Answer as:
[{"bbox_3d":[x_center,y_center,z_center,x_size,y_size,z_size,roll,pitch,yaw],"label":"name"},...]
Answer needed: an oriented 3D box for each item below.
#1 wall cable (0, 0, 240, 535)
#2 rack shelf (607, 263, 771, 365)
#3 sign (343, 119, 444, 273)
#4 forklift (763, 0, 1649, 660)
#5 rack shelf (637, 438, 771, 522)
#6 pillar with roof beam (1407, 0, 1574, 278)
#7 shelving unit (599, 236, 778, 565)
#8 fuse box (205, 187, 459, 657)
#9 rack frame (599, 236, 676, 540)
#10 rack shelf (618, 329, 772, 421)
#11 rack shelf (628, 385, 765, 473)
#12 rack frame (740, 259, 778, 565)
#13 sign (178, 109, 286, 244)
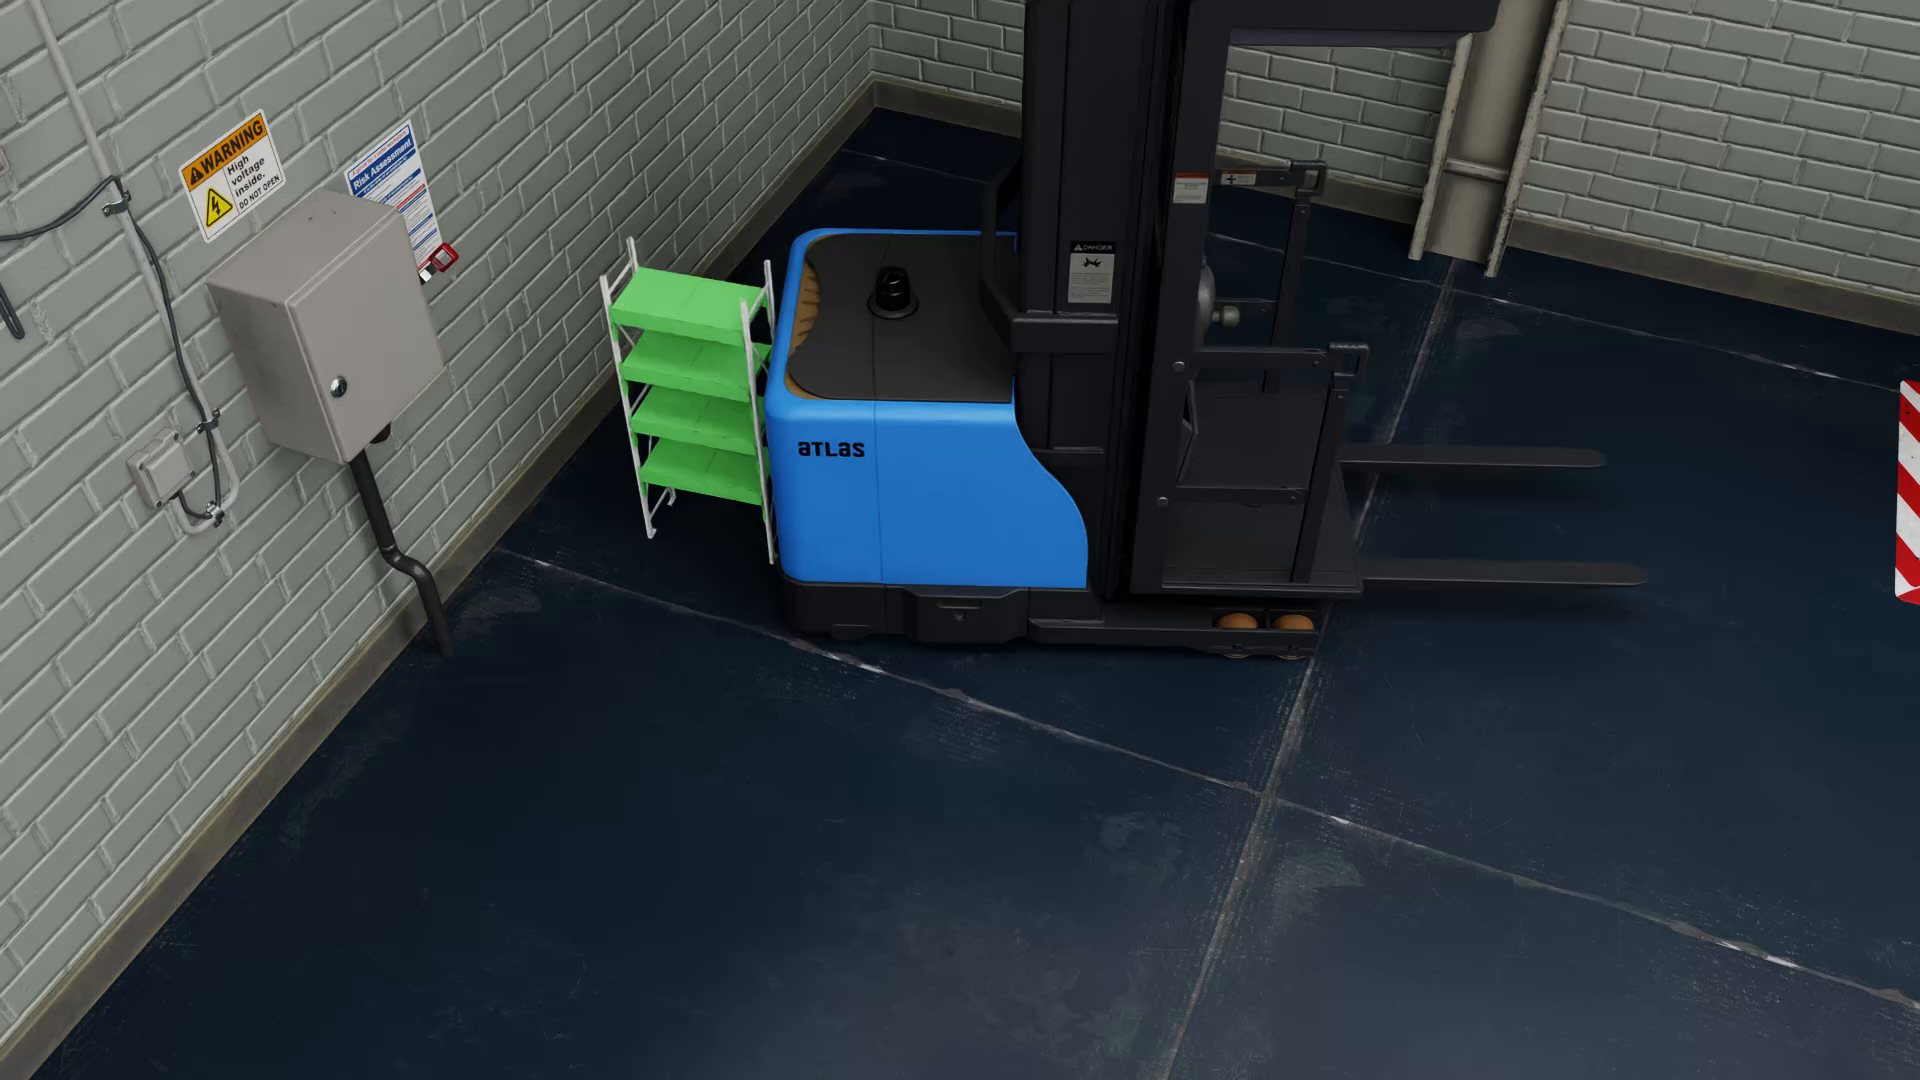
[{"bbox_3d":[-2.176,-0.640,4.046,0.122,1.984,0.588,16,47,16],"label":"wall cable"},{"bbox_3d":[-0.899,-0.758,5.571,0.480,0.148,0.258,11,46,11],"label":"rack shelf"},{"bbox_3d":[-1.769,-1.025,5.221,0.001,0.494,0.329,16,47,16],"label":"sign"},{"bbox_3d":[0.896,-1.004,5.182,3.031,2.935,1.130,1,45,1],"label":"forklift"},{"bbox_3d":[-0.899,-0.248,6.079,0.480,0.148,0.258,11,46,11],"label":"rack shelf"},{"bbox_3d":[0.611,-1.712,1.591,0.400,9.000,9.100,16,47,16],"label":"pillar with roof beam"},{"bbox_3d":[-0.899,-0.463,5.865,0.503,1.200,0.258,11,46,11],"label":"shelving unit"},{"bbox_3d":[-1.768,-0.224,5.262,0.414,1.711,0.539,16,47,16],"label":"fuse box"},{"bbox_3d":[-1.134,-0.510,5.912,0.015,1.200,0.240,11,46,11],"label":"rack frame"},{"bbox_3d":[-0.899,-0.588,5.741,0.480,0.148,0.258,11,46,11],"label":"rack shelf"},{"bbox_3d":[-0.899,-0.418,5.910,0.480,0.148,0.258,11,46,11],"label":"rack shelf"},{"bbox_3d":[-0.665,-0.416,5.818,0.015,1.200,0.240,11,46,11],"label":"rack frame"},{"bbox_3d":[-1.980,-0.994,4.537,0.001,0.242,0.339,16,47,16],"label":"sign"}]
